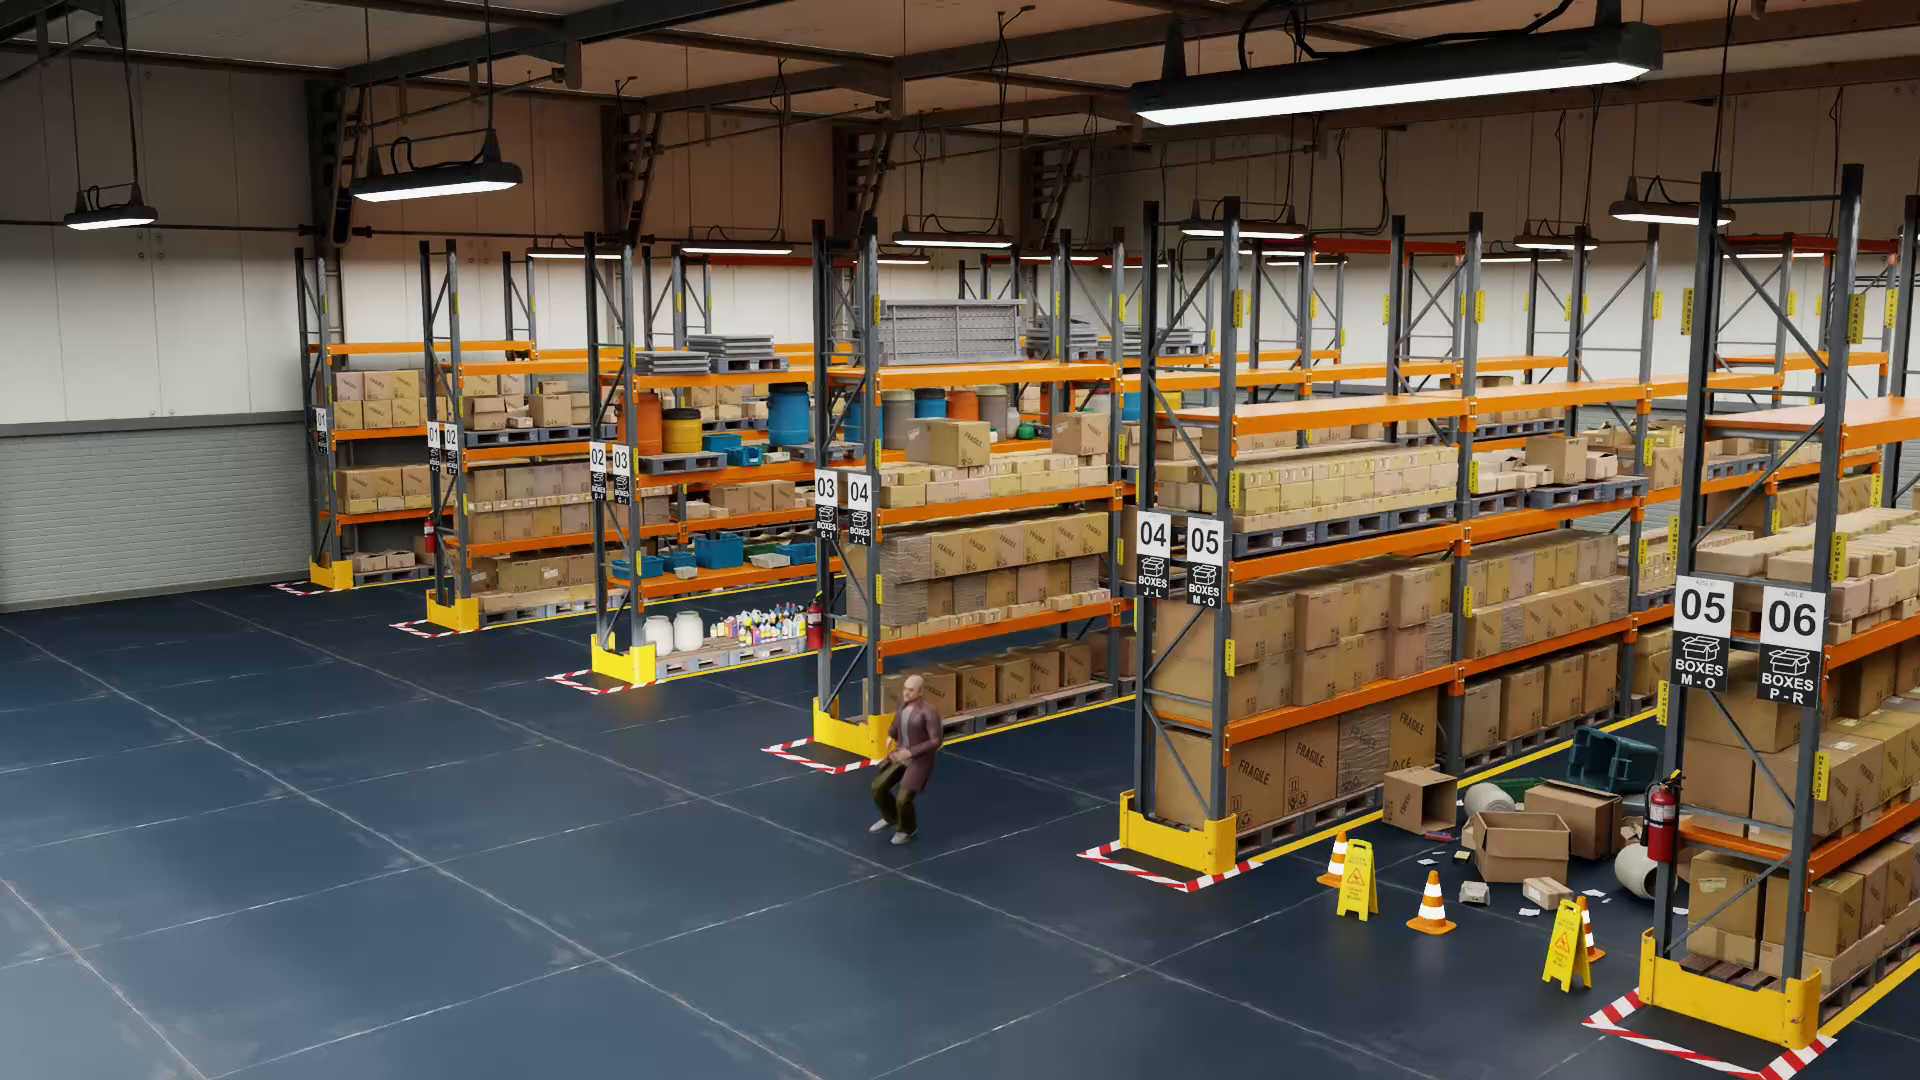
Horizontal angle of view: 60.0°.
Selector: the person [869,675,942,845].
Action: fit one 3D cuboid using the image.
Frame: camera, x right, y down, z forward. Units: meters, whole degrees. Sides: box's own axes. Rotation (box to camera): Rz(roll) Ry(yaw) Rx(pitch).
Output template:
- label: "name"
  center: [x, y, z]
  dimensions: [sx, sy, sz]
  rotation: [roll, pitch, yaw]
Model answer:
- label: "person"
  center: [-0.529, 2.087, 15.609]
  dimensions: [0.893, 1.703, 0.709]
  rotation: [6, 10, 36]
